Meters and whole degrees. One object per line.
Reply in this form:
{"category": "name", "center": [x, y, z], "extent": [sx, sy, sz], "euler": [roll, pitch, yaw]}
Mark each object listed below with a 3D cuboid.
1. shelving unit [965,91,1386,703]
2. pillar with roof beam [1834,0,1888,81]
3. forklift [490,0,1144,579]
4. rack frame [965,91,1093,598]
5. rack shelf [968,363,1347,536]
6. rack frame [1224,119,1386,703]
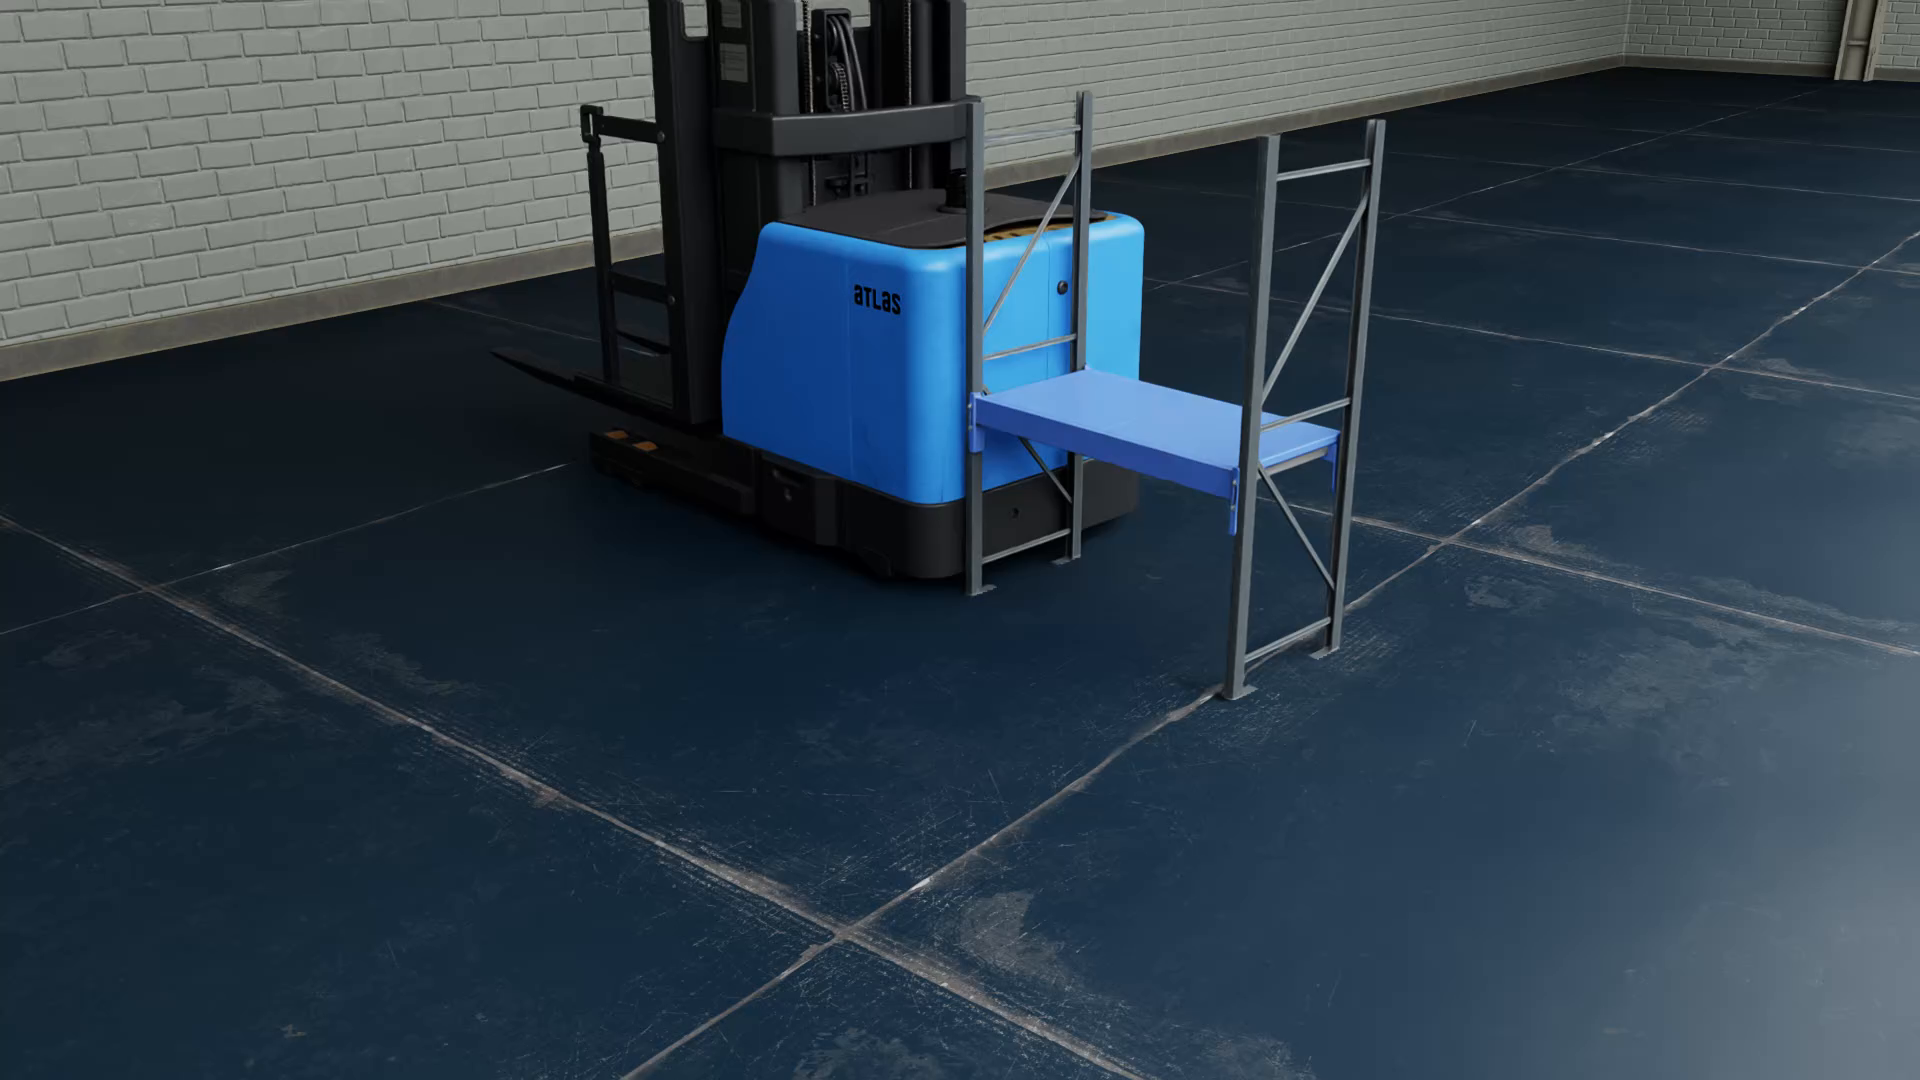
{"category": "shelving unit", "center": [0.558, -0.456, 4.751], "extent": [0.538, 1.500, 1.048], "euler": [-19, 27, -40]}
{"category": "pillar with roof beam", "center": [8.739, -8.941, 16.626], "extent": [0.400, 9.000, 9.100], "euler": [16, 26, 36]}
{"category": "forklift", "center": [-0.760, -1.683, 5.976], "extent": [1.130, 2.935, 3.031], "euler": [-19, 27, -40]}
{"category": "rack frame", "center": [0.208, -0.586, 5.095], "extent": [0.500, 1.500, 0.032], "euler": [-19, 27, -40]}
{"category": "rack shelf", "center": [0.558, -0.287, 4.814], "extent": [0.538, 0.185, 1.000], "euler": [-19, 27, -40]}
{"category": "rack frame", "center": [0.908, -0.326, 4.406], "extent": [0.500, 1.500, 0.032], "euler": [-19, 27, -40]}
